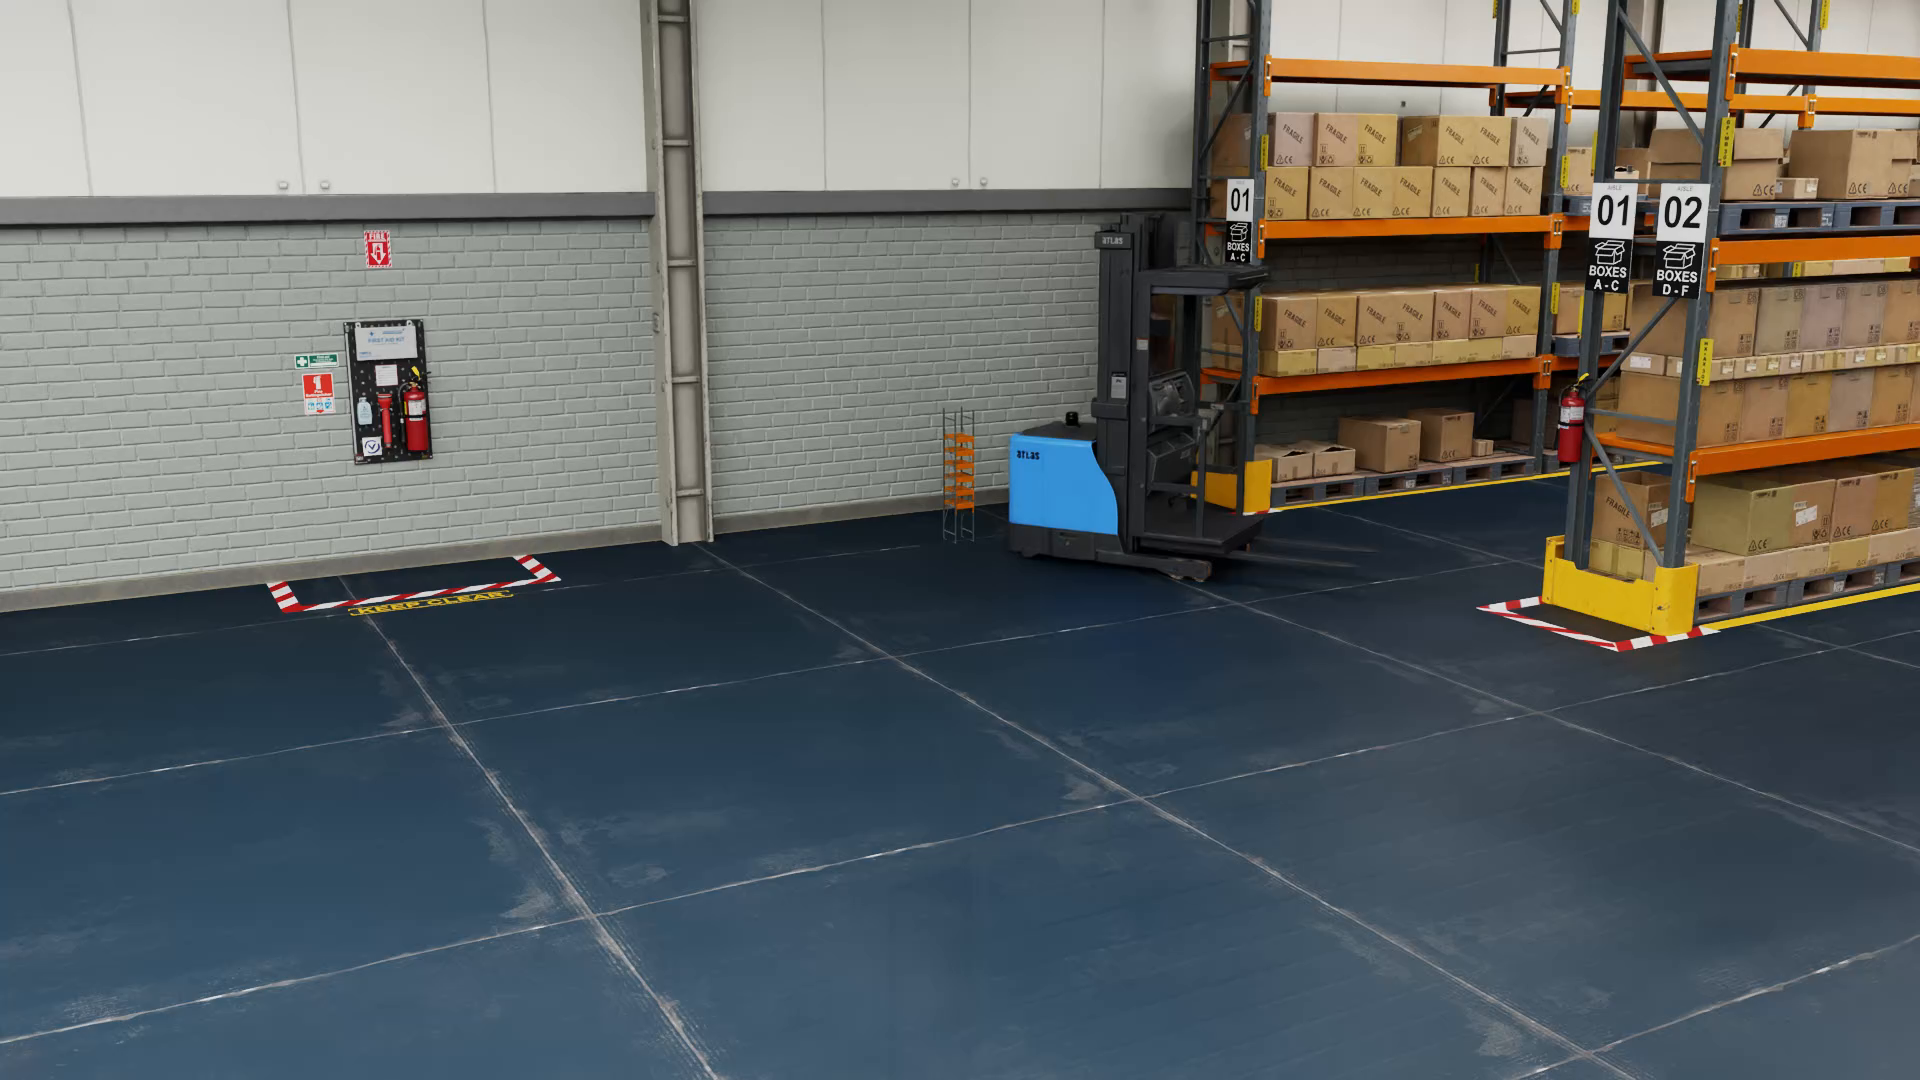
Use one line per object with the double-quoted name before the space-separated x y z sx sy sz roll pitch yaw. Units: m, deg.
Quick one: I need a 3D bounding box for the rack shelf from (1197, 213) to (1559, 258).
"rack shelf" 4.350 -3.173 17.185 4.000 0.370 1.077 -7 14 -28

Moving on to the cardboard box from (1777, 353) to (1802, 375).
"cardboard box" 6.091 -1.342 12.534 0.250 0.149 0.380 -7 14 -29

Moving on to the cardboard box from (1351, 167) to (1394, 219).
"cardboard box" 3.950 -3.465 16.567 0.500 0.500 0.500 -6 14 -25

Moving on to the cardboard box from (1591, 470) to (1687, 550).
"cardboard box" 5.299 -0.239 12.939 0.500 0.500 0.500 -7 14 -28

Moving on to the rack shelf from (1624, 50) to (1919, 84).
"rack shelf" 6.727 -3.583 12.638 3.809 0.124 0.919 -7 14 -28

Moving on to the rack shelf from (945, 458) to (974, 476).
"rack shelf" -0.013 -0.658 14.954 0.180 0.103 0.258 -7 14 -28

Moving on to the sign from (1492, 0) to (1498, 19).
"sign" 5.834 -5.838 18.064 0.005 0.325 0.100 -7 14 -28

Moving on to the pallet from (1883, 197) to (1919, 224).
"pallet" 7.746 -2.643 13.390 1.213 0.211 1.003 -7 14 -28

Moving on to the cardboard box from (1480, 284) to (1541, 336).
"cardboard box" 5.838 -2.465 17.817 0.500 0.500 0.500 -7 14 -28

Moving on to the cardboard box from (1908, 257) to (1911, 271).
"cardboard box" 11.939 -3.479 21.075 0.500 0.250 0.500 -7 14 -27

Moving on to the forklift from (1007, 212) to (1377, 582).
"forklift" 1.954 -1.222 13.861 3.031 2.935 1.130 7 14 28

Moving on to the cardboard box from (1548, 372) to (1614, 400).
"cardboard box" 7.128 -1.760 19.081 0.500 0.250 0.500 -7 15 -29

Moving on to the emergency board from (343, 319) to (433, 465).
"emergency board" -4.660 -1.207 13.641 0.643 1.169 0.194 -7 14 -28

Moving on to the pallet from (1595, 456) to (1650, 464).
"pallet" 7.860 -1.122 19.616 1.213 0.211 1.003 -7 14 -28

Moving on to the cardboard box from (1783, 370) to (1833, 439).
"cardboard box" 6.284 -1.099 12.933 0.500 0.500 0.700 -7 14 -27

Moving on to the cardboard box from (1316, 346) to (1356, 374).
"cardboard box" 3.624 -1.835 16.726 0.500 0.250 0.500 -7 15 -30

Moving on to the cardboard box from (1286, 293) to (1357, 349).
"cardboard box" 3.596 -2.195 16.621 0.500 0.500 0.500 -7 14 -28

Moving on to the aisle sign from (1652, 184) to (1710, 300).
"aisle sign" 5.060 -2.099 11.682 0.004 0.787 0.394 -7 14 -28

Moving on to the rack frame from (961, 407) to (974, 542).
"rack frame" 0.068 -0.593 15.013 0.006 1.200 0.240 -7 14 -28

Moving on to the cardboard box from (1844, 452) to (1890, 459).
"cardboard box" 7.490 -0.504 14.115 0.500 0.500 0.500 -7 14 -28

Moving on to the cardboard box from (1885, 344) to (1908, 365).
"cardboard box" 7.231 -1.479 13.145 0.250 0.149 0.380 -6 14 -26

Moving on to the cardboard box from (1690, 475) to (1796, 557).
"cardboard box" 5.986 -0.192 12.729 0.500 0.500 0.500 -7 14 -28

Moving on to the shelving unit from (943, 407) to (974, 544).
"shelving unit" -0.013 -0.584 14.971 0.189 1.200 0.258 -7 14 -28

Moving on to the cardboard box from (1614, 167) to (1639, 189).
"cardboard box" 7.164 -4.003 18.480 0.500 0.311 0.500 -6 14 -26

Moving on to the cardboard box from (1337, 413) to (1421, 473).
"cardboard box" 4.413 -1.029 17.540 0.500 0.500 0.700 -8 15 -31

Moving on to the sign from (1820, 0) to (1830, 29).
"sign" 9.885 -6.010 19.010 0.005 0.325 0.100 -7 14 -28

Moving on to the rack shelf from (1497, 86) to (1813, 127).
"rack shelf" 7.861 -4.863 18.770 4.000 0.370 1.077 -7 14 -28

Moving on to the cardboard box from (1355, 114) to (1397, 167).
"cardboard box" 3.958 -3.953 16.461 0.500 0.500 0.500 -6 14 -26

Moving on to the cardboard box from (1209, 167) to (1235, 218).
"cardboard box" 2.839 -3.465 16.570 0.500 0.500 0.500 -6 14 -24

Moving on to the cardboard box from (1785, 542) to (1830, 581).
"cardboard box" 6.425 0.121 13.047 0.500 0.250 0.500 -7 14 -28

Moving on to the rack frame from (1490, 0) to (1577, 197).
"rack frame" 6.105 -5.198 17.712 0.127 3.000 1.000 -7 14 -28

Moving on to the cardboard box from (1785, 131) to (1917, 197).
"cardboard box" 6.976 -2.955 13.066 0.637 0.503 0.797 -5 14 -22

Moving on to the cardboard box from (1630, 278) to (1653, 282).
"cardboard box" 8.125 -2.769 19.351 0.500 0.500 0.700 -7 14 -28

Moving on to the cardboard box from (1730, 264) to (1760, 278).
"cardboard box" 9.328 -3.230 19.923 0.250 0.149 0.380 -9 16 -35

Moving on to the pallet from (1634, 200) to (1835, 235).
"pallet" 5.604 -2.386 12.249 1.213 0.211 1.003 -7 14 -28

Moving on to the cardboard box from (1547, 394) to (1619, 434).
"cardboard box" 7.173 -1.411 19.239 0.500 0.500 0.700 -7 15 -29

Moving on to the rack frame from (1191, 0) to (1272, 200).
"rack frame" 2.594 -4.777 15.842 0.127 3.000 1.000 -7 14 -28

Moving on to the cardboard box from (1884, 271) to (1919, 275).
"cardboard box" 8.096 -1.951 13.764 0.500 0.500 0.700 -7 14 -28

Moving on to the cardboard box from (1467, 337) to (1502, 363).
"cardboard box" 5.393 -2.049 17.678 0.500 0.250 0.500 -7 14 -28

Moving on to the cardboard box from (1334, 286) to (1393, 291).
"cardboard box" 4.246 -2.403 17.543 0.500 0.500 0.500 -7 14 -27

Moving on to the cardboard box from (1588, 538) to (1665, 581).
"cardboard box" 5.300 0.127 13.020 0.500 0.250 0.500 -7 14 -28

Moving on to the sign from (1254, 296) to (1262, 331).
"sign" 2.854 -2.168 15.941 0.005 0.325 0.100 -7 14 -28

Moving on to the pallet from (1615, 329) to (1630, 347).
"pallet" 7.898 -2.383 19.301 1.213 0.211 1.003 -7 14 -28

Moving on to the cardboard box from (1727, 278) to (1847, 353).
"cardboard box" 6.335 -1.740 12.826 0.500 0.500 0.700 -7 14 -28

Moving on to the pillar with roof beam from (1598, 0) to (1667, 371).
"pillar with roof beam" 10.123 -4.819 16.028 0.400 9.000 9.100 -7 14 -28

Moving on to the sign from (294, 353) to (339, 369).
"sign" -5.186 -1.444 13.404 0.331 0.109 0.001 -7 14 -28

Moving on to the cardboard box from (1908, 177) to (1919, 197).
"cardboard box" 7.554 -2.752 12.969 0.250 0.149 0.380 -7 14 -28

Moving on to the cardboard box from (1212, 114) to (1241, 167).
"cardboard box" 2.847 -3.956 16.474 0.500 0.500 0.500 -6 14 -25
